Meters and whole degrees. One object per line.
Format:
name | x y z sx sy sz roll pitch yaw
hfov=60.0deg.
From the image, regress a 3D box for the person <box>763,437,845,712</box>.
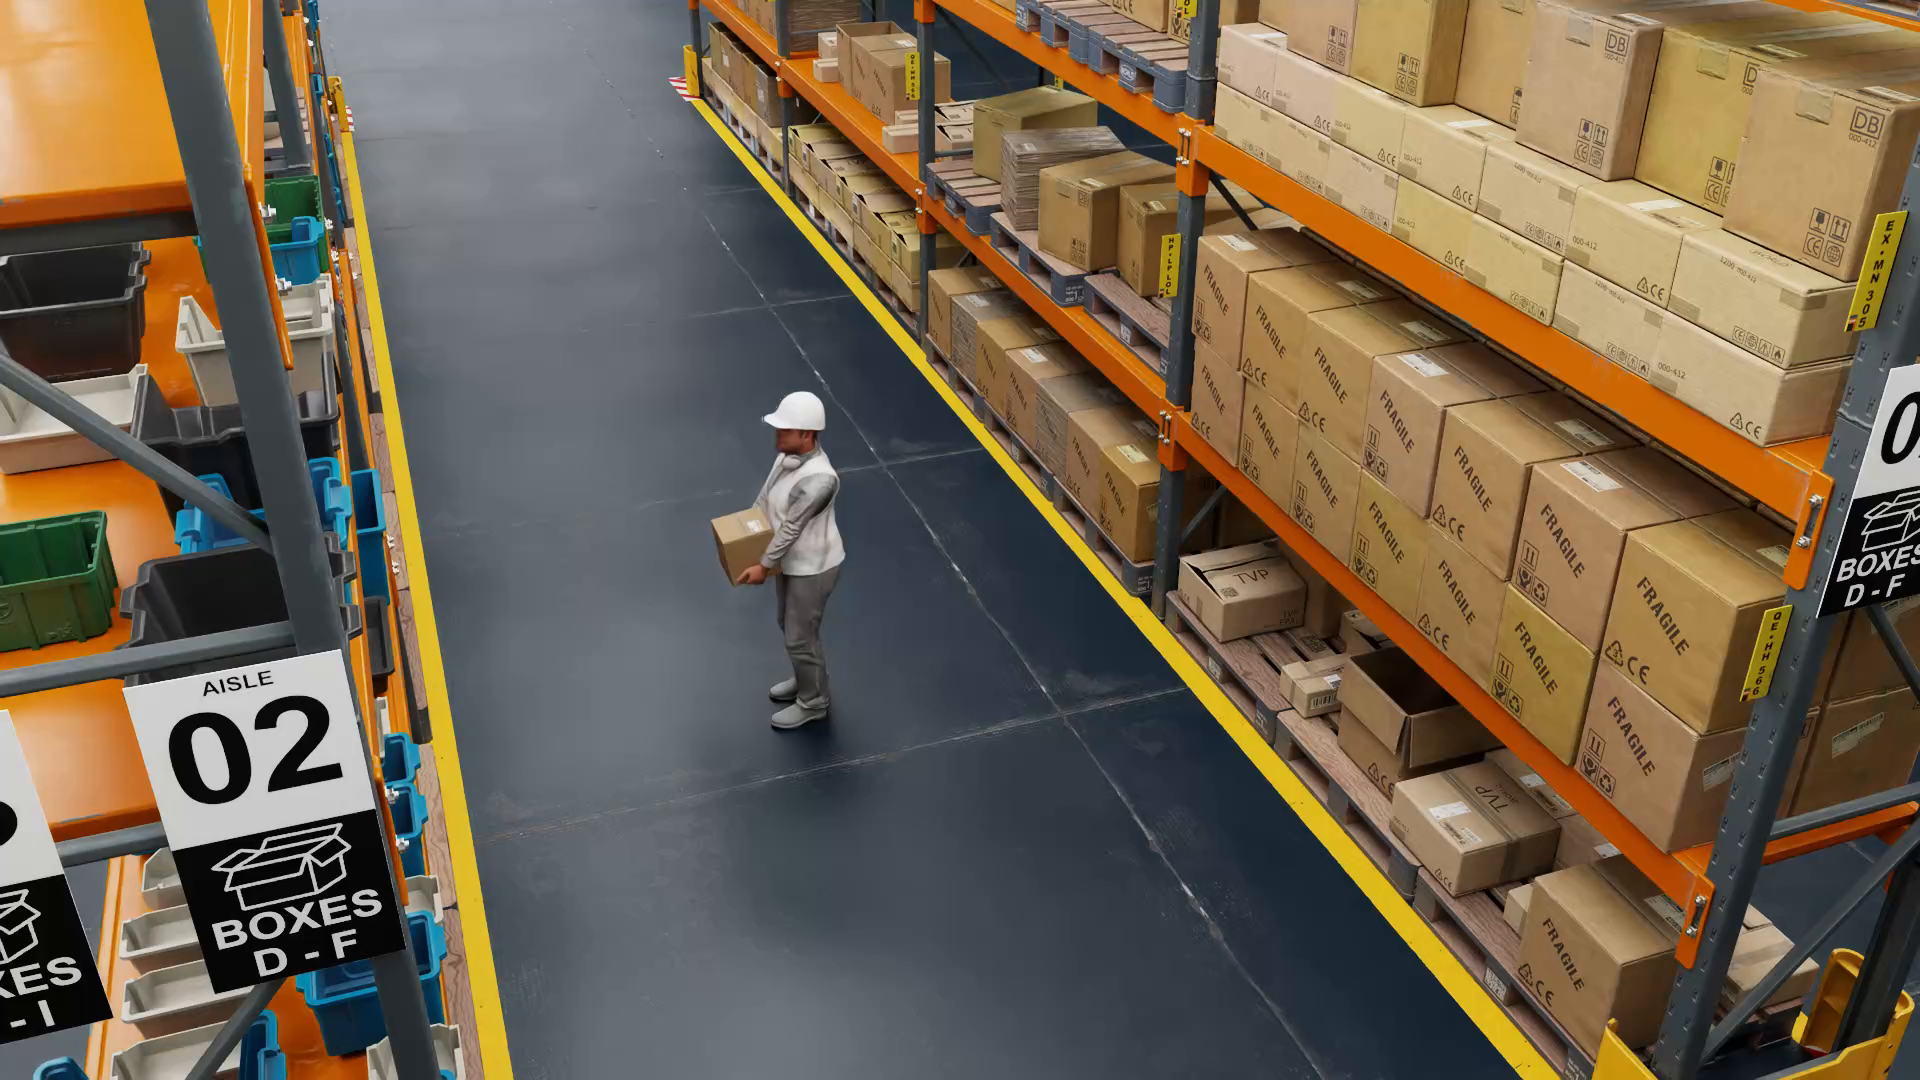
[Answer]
person | -0.767 0.160 8.217 0.363 1.481 0.447 -11 31 -18
